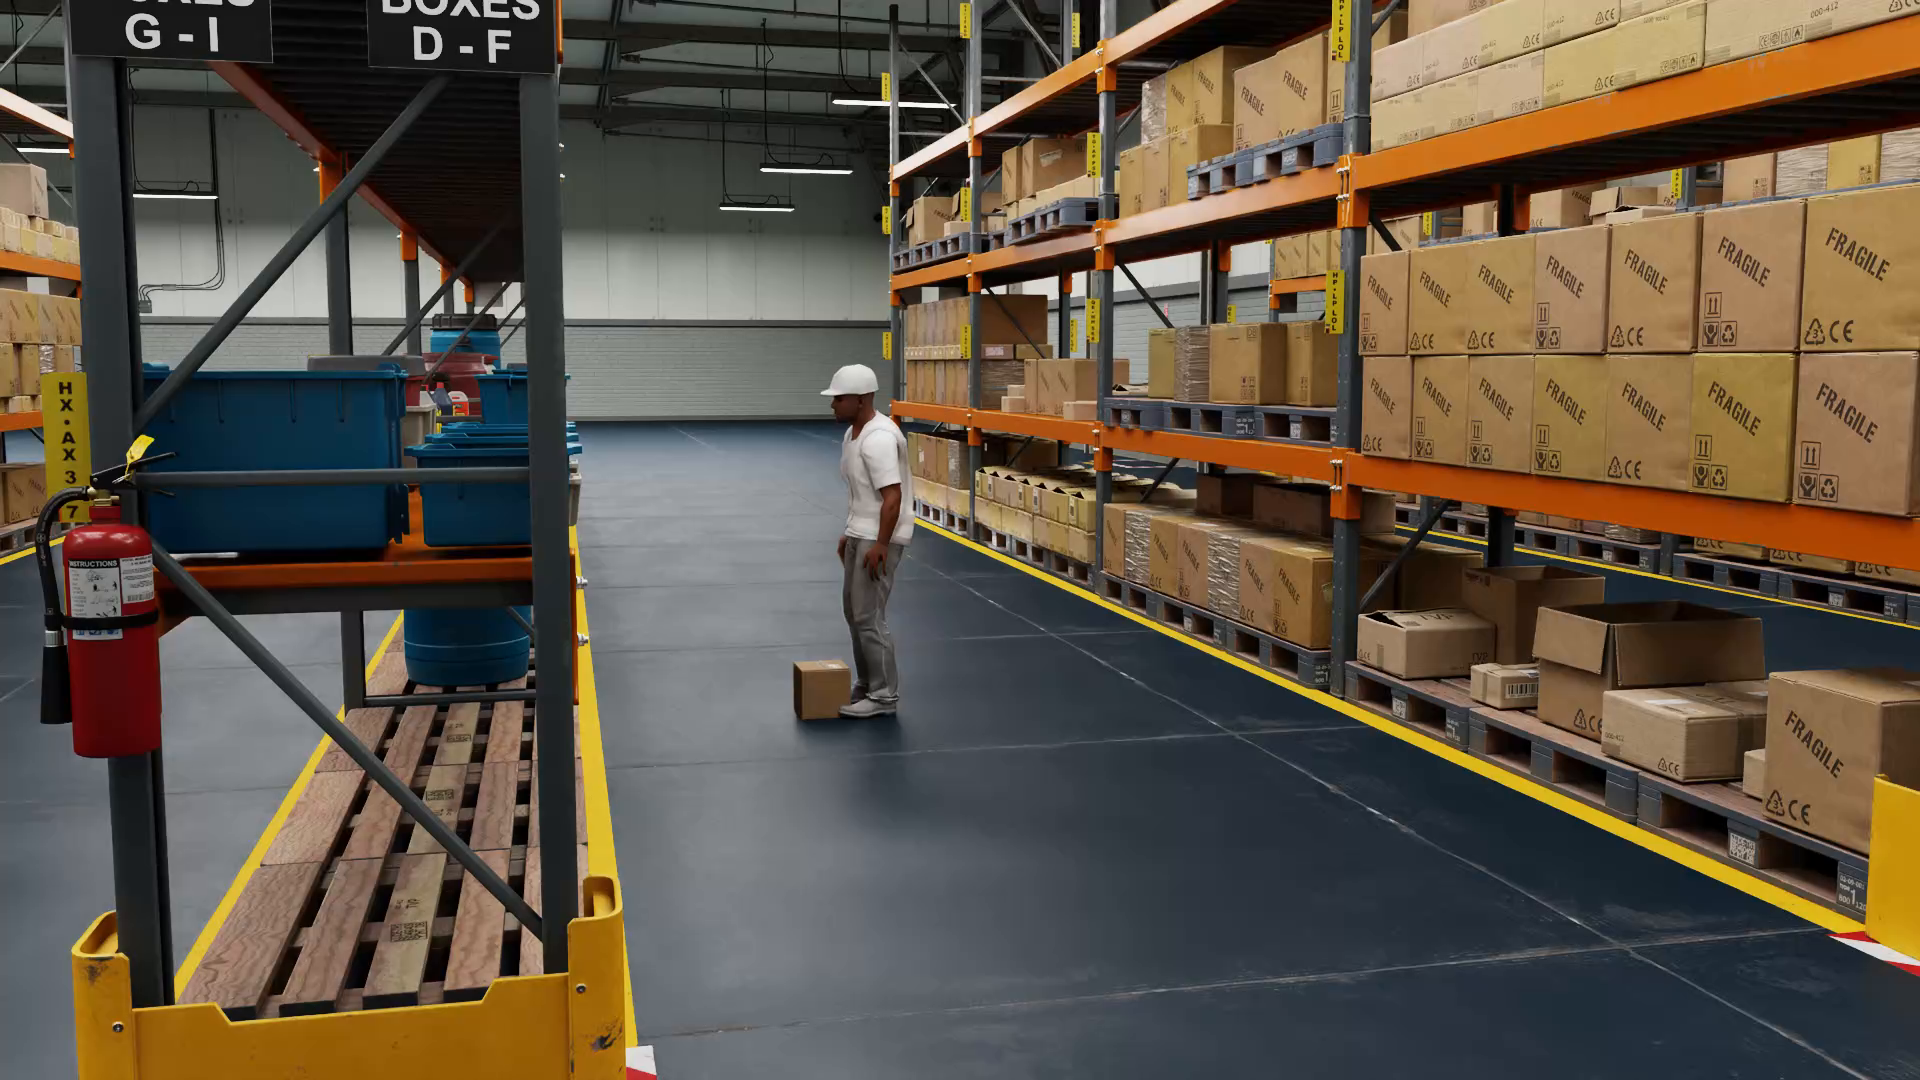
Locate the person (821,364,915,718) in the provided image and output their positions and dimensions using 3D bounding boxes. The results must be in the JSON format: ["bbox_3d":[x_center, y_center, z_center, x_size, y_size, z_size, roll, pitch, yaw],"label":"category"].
[{"bbox_3d":[-0.473,0.000,8.375,0.459,1.760,0.634,-2,6,-17],"label":"person"}]
